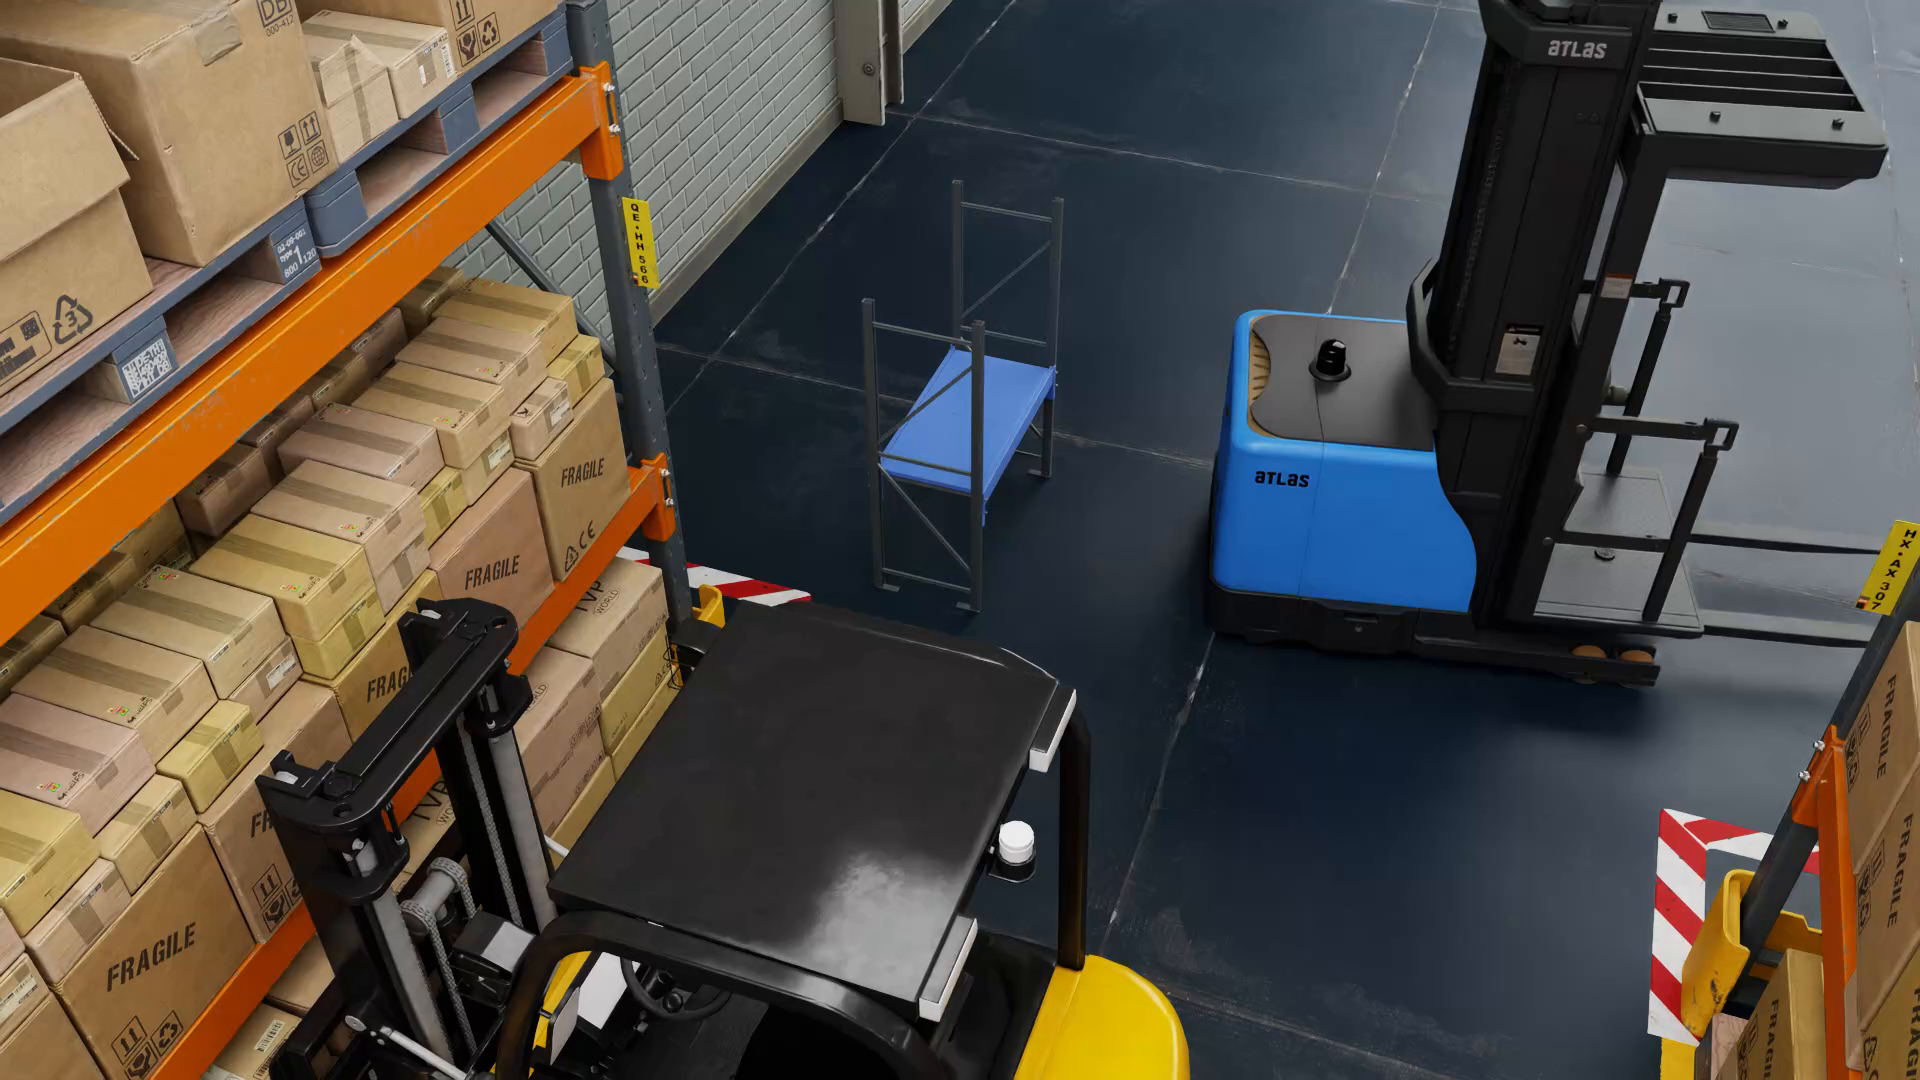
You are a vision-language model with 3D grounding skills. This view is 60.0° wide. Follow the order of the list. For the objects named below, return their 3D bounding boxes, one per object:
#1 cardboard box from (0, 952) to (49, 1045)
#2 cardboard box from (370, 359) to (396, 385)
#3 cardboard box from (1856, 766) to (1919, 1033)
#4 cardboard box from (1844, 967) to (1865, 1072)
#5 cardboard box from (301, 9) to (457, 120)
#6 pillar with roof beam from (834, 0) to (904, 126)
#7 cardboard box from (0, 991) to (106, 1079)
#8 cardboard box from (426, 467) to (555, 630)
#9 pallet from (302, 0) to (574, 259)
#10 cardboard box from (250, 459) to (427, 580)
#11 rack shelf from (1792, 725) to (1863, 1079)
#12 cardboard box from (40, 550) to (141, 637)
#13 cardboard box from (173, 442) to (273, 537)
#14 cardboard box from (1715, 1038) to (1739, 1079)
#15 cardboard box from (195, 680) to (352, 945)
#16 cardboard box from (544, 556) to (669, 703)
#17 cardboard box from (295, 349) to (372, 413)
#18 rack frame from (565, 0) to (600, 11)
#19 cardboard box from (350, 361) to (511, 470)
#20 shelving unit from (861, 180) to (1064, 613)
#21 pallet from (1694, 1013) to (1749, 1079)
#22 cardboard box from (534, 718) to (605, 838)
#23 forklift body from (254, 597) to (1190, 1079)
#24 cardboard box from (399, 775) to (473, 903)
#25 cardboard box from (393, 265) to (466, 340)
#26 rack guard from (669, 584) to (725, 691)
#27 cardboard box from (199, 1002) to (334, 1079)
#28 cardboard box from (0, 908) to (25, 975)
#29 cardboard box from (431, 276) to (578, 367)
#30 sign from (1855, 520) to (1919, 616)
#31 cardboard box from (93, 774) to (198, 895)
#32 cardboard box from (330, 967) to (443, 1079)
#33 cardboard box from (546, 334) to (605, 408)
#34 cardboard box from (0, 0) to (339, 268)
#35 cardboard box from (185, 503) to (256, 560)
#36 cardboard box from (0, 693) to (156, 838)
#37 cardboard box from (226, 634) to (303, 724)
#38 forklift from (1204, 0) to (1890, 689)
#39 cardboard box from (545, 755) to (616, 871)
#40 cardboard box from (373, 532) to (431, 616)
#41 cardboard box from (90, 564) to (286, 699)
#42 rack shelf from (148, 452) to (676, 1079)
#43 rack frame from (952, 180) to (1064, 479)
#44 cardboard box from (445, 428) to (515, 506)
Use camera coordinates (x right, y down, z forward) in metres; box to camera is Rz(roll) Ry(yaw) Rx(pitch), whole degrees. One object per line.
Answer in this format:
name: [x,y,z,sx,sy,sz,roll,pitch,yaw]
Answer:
cardboard box: [-2.261,0.992,3.653,0.380,0.149,0.250,14,42,16]
cardboard box: [-1.938,-0.540,5.449,0.380,0.149,0.250,13,42,15]
cardboard box: [2.515,0.923,4.005,0.500,0.500,0.500,15,43,16]
cardboard box: [2.431,1.232,4.142,0.380,0.149,0.250,14,42,16]
cardboard box: [-1.552,-1.240,4.328,0.380,0.149,0.250,12,42,14]
pillar with roof beam: [3.458,-5.331,7.019,9.100,9.000,0.400,13,42,15]
cardboard box: [-2.362,1.298,3.794,0.500,0.500,0.500,14,42,16]
cardboard box: [-1.662,0.065,5.239,0.500,0.500,0.500,15,43,16]
pallet: [-1.820,-1.251,4.616,1.003,0.211,1.213,13,42,15]
cardboard box: [-1.737,-0.060,4.657,0.380,0.149,0.250,14,43,16]
rack shelf: [2.428,2.023,3.575,1.077,0.370,4.000,13,42,15]
cardboard box: [-2.425,0.127,4.438,0.380,0.149,0.250,13,42,15]
cardboard box: [-2.233,-0.180,4.797,0.380,0.149,0.250,15,43,16]
cardboard box: [2.576,1.847,5.023,0.500,0.250,0.500,13,42,15]
cardboard box: [-1.998,0.687,4.510,0.500,0.500,0.500,14,42,15]
cardboard box: [-1.418,0.287,6.081,0.500,0.250,0.500,15,43,17]
cardboard box: [-2.068,-0.494,5.165,0.380,0.149,0.250,14,42,16]
rack frame: [-1.554,-2.852,4.113,1.000,3.000,0.127,13,42,15]
cardboard box: [-1.597,-0.379,5.031,0.380,0.149,0.250,14,42,16]
shelving unit: [0.029,-0.623,7.278,0.538,1.500,1.048,13,42,15]
pallet: [2.775,2.125,5.051,1.003,0.211,1.213,13,42,15]
cardboard box: [-1.608,0.796,5.869,0.500,0.250,0.500,13,42,15]
forklift body: [-0.488,1.315,4.505,2.313,2.155,1.214,13,42,15]
cardboard box: [-1.751,0.909,5.351,0.500,0.250,0.500,14,42,16]
cardboard box: [-1.869,-0.810,5.536,0.380,0.149,0.250,13,42,14]
rack guard: [-1.546,0.367,6.888,1.175,0.500,0.348,13,42,15]
cardboard box: [-2.118,1.535,4.618,0.500,0.250,0.500,15,43,17]
cardboard box: [-2.266,0.872,3.564,0.380,0.149,0.250,14,42,16]
cardboard box: [-1.478,-0.702,5.410,0.380,0.149,0.250,13,42,15]
sign: [2.602,0.080,4.631,0.100,0.325,0.005,13,42,15]
cardboard box: [-2.101,0.675,4.024,0.380,0.149,0.250,12,42,14]
cardboard box: [-1.939,1.420,5.138,0.500,0.250,0.500,13,42,15]
cardboard box: [-1.409,-0.581,5.496,0.380,0.149,0.250,14,42,16]
cardboard box: [-1.920,-1.020,3.799,0.700,0.500,0.500,14,42,15]
cardboard box: [-2.331,-0.101,4.934,0.380,0.149,0.250,14,42,15]
cardboard box: [-2.168,0.540,3.953,0.380,0.149,0.250,13,42,15]
cardboard box: [-1.995,0.339,4.418,0.380,0.149,0.250,13,42,15]
forklift: [2.619,-0.863,6.457,3.031,2.935,1.130,5,41,6]
cardboard box: [-1.597,0.975,6.045,0.500,0.250,0.500,13,42,15]
cardboard box: [-1.757,0.049,4.759,0.380,0.149,0.250,12,42,14]
cardboard box: [-1.997,0.235,4.311,0.380,0.149,0.250,14,42,16]
rack shelf: [-2.238,0.924,4.864,1.077,0.370,4.000,13,42,15]
rack frame: [0.203,-0.933,7.641,0.500,1.500,0.032,13,42,15]
cardboard box: [-1.615,-0.273,5.136,0.380,0.149,0.250,14,42,16]
